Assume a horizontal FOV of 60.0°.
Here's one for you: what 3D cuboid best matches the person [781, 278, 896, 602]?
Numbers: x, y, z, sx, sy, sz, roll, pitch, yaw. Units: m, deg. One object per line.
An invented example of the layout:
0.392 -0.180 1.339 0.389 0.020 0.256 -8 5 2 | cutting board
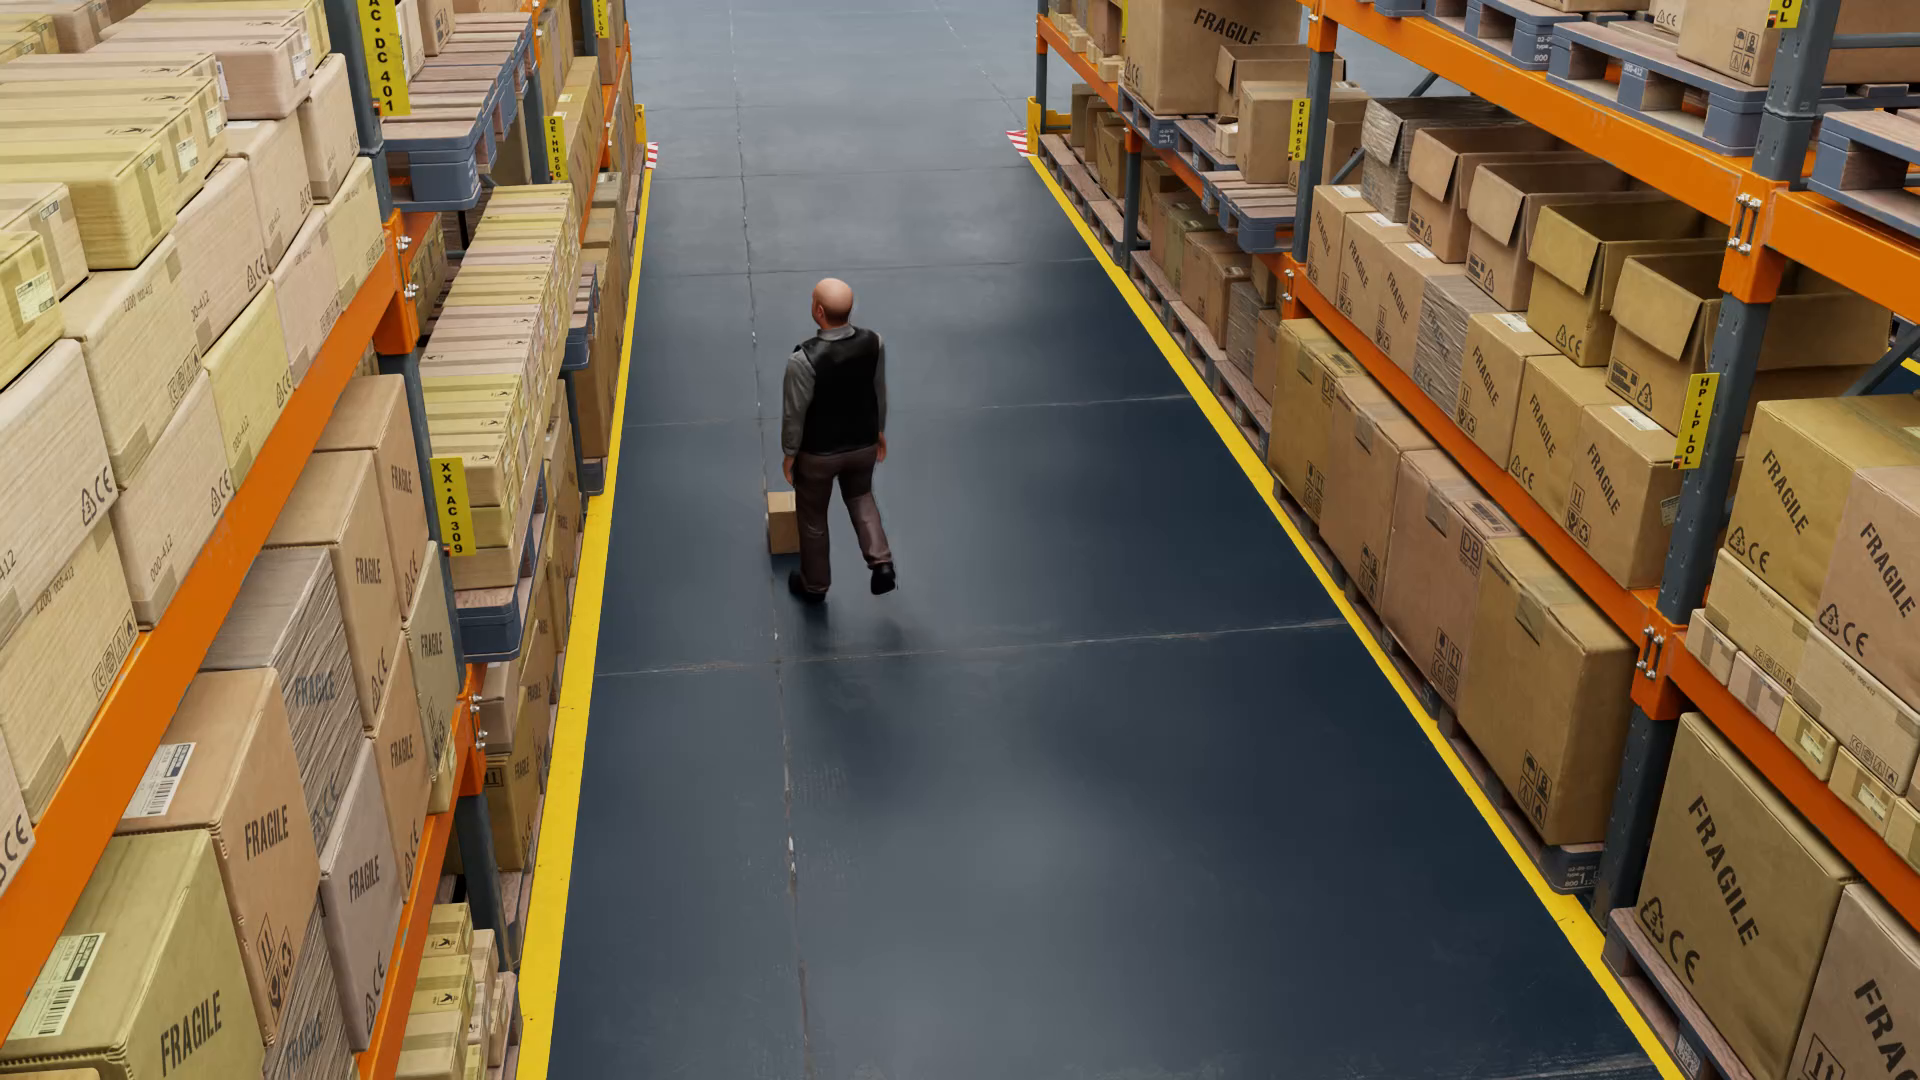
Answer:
-0.621 -0.460 8.003 0.570 1.713 0.651 -15 31 -28 | person
